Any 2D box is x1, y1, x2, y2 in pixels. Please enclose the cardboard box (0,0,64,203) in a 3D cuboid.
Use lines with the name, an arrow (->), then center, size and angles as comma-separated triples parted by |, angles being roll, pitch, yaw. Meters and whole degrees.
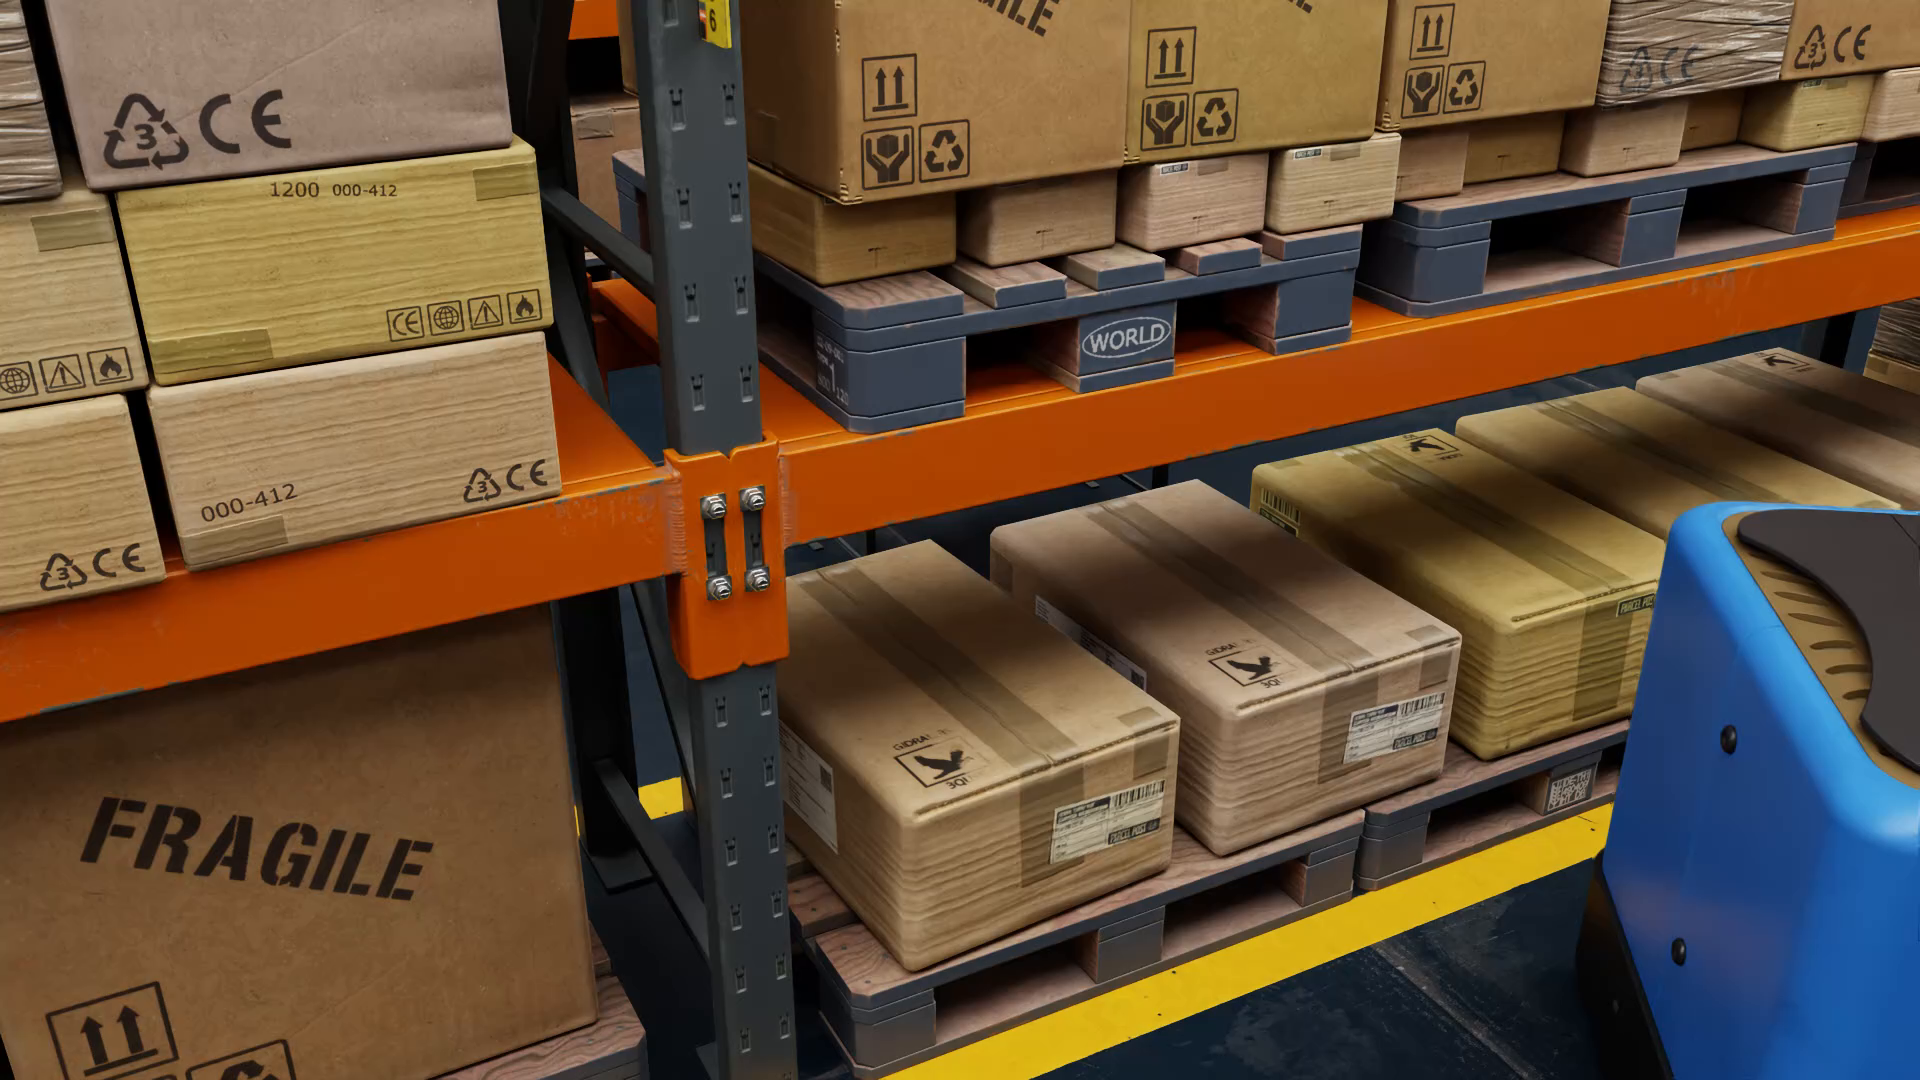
cardboard box -> -1.364, -0.666, 1.902 | 0.500, 0.500, 0.500 | -12, 28, -24

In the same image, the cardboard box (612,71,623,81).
cardboard box -> -1.198, -1.892, 7.984 | 0.625, 0.625, 0.875 | -14, 29, -27

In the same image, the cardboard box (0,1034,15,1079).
cardboard box -> -2.020, 0.574, 2.558 | 0.875, 0.875, 0.875 | -13, 28, -24

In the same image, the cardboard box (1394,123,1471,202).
cardboard box -> 0.749, -0.765, 3.182 | 0.250, 0.149, 0.380 | -11, 28, -22

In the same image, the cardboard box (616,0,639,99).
cardboard box -> -0.312, -1.051, 3.028 | 0.500, 0.500, 0.500 | -14, 29, -27

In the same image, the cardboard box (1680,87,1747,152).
cardboard box -> 1.435, -0.947, 3.562 | 0.250, 0.149, 0.380 | -14, 29, -27

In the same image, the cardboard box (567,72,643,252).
cardboard box -> -1.792, -1.755, 7.698 | 0.625, 0.625, 0.875 | -12, 28, -23

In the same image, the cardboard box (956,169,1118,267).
cardboard box -> 0.057, -0.599, 2.838 | 0.250, 0.149, 0.380 | -15, 29, -28

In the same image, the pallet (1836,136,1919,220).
pallet -> 2.204, -1.112, 4.321 | 1.213, 0.211, 1.003 | -13, 29, -25

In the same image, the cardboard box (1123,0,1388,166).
cardboard box -> 0.380, -0.964, 2.848 | 0.500, 0.500, 0.500 | -11, 28, -22

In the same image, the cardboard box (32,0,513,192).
cardboard box -> -0.916, -0.774, 2.126 | 0.500, 0.500, 0.500 | -14, 29, -26

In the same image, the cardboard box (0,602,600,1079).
cardboard box -> -1.231, 0.394, 2.933 | 0.875, 0.875, 0.875 | -13, 29, -26

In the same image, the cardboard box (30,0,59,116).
cardboard box -> -1.566, -0.867, 2.320 | 0.500, 0.500, 0.500 | -13, 28, -25

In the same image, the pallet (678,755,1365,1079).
pallet -> 0.108, 0.615, 3.725 | 1.213, 0.211, 1.003 | -13, 29, -25

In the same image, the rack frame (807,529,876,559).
rack frame -> -0.373, -0.590, 4.746 | 0.032, 1.500, 0.500 | -13, 29, -25

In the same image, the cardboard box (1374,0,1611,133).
cardboard box -> 0.845, -1.075, 3.078 | 0.500, 0.500, 0.500 | -12, 28, -24

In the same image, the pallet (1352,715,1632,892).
pallet -> 1.183, 0.368, 4.239 | 1.213, 0.211, 1.003 | -13, 29, -25

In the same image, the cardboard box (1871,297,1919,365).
cardboard box -> 3.343, -0.809, 5.294 | 0.500, 0.500, 0.500 | -13, 29, -26

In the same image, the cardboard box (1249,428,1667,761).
cardboard box -> 1.240, 0.095, 4.137 | 0.625, 0.372, 0.950 | -12, 28, -23

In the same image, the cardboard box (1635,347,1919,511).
cardboard box -> 2.485, -0.195, 4.741 | 0.625, 0.372, 0.950 | -13, 28, -24

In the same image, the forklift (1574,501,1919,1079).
forklift -> 2.670, -0.138, 2.150 | 3.031, 2.935, 1.130 | 3, 26, 7

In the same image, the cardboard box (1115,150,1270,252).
cardboard box -> 0.320, -0.638, 2.917 | 0.250, 0.149, 0.380 | -15, 29, -28

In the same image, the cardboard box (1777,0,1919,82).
cardboard box -> 1.752, -1.281, 3.507 | 0.500, 0.500, 0.500 | -12, 28, -23

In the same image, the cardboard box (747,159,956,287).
cardboard box -> -0.208, -0.555, 2.745 | 0.250, 0.149, 0.380 | -15, 29, -28

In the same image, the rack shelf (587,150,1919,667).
rack shelf -> 1.182, -0.566, 3.795 | 4.000, 0.370, 1.077 | -13, 29, -25

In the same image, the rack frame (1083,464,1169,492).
rack frame -> 0.524, -0.797, 5.177 | 0.032, 1.500, 0.500 | -13, 29, -25

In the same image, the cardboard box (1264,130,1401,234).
cardboard box -> 0.573, -0.686, 3.018 | 0.250, 0.149, 0.380 | -13, 28, -25

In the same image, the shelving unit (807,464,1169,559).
shelving unit -> 0.075, -0.693, 4.962 | 1.048, 1.500, 0.538 | -13, 29, -25

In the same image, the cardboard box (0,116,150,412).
cardboard box -> -1.341, -0.340, 2.087 | 0.500, 0.250, 0.500 | -14, 29, -26

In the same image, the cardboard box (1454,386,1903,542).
cardboard box -> 1.853, -0.047, 4.434 | 0.625, 0.372, 0.950 | -11, 28, -22

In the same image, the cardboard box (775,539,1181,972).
cardboard box -> -0.079, 0.401, 3.501 | 0.625, 0.372, 0.950 | -15, 30, -29

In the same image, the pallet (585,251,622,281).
pallet -> -2.177, -1.274, 7.660 | 1.213, 0.211, 1.003 | -13, 29, -25

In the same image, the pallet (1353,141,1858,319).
pallet -> 1.145, -0.816, 3.705 | 1.213, 0.211, 1.003 | -13, 29, -25

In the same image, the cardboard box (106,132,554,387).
cardboard box -> -0.890, -0.445, 2.308 | 0.500, 0.250, 0.500 | -13, 29, -25

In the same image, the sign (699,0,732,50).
sign -> -0.318, -0.794, 2.101 | 0.005, 0.325, 0.100 | -13, 29, -25

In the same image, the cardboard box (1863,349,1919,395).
cardboard box -> 3.342, -0.471, 5.457 | 0.500, 0.250, 0.500 | -12, 28, -23

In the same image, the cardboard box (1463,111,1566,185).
cardboard box -> 0.979, -0.837, 3.333 | 0.250, 0.149, 0.380 | -12, 28, -23

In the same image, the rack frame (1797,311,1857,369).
rack frame -> 2.947, -1.298, 4.488 | 0.127, 3.000, 1.000 | -13, 29, -25

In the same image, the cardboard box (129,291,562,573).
cardboard box -> -0.906, -0.214, 2.403 | 0.500, 0.250, 0.500 | -14, 29, -27

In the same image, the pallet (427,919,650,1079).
pallet -> -1.314, 0.905, 3.120 | 1.213, 0.211, 1.003 | -13, 29, -25

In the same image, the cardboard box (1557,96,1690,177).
cardboard box -> 1.241, -0.865, 3.392 | 0.250, 0.149, 0.380 | -12, 28, -23

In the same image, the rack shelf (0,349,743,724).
rack shelf -> -2.347, 0.248, 2.099 | 4.000, 0.370, 1.077 | -13, 29, -25

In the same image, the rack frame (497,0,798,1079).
rack frame -> -0.582, -0.483, 2.791 | 0.127, 3.000, 1.000 | -13, 29, -25

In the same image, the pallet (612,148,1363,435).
pallet -> -0.004, -0.583, 3.220 | 1.003, 0.211, 1.213 | -13, 29, -25

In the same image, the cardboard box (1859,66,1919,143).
cardboard box -> 1.948, -0.998, 3.667 | 0.250, 0.149, 0.380 | -13, 28, -25

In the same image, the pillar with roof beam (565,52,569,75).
pillar with roof beam -> -0.169, -4.048, 3.285 | 0.400, 9.000, 9.100 | -13, 29, -25

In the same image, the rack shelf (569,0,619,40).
rack shelf -> -1.157, -2.461, 7.742 | 4.000, 0.370, 1.077 | -13, 29, -25

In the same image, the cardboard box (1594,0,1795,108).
cardboard box -> 1.290, -1.174, 3.284 | 0.500, 0.500, 0.500 | -14, 29, -27

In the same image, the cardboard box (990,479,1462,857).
cardboard box -> 0.568, 0.247, 3.820 | 0.625, 0.372, 0.950 | -14, 29, -26

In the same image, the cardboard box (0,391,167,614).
cardboard box -> -1.350, -0.104, 2.173 | 0.500, 0.250, 0.500 | -12, 28, -24

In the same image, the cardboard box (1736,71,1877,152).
cardboard box -> 1.716, -0.962, 3.592 | 0.250, 0.149, 0.380 | -13, 29, -25

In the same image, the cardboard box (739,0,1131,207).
cardboard box -> -0.076, -0.855, 2.621 | 0.500, 0.500, 0.500 | -14, 29, -27
